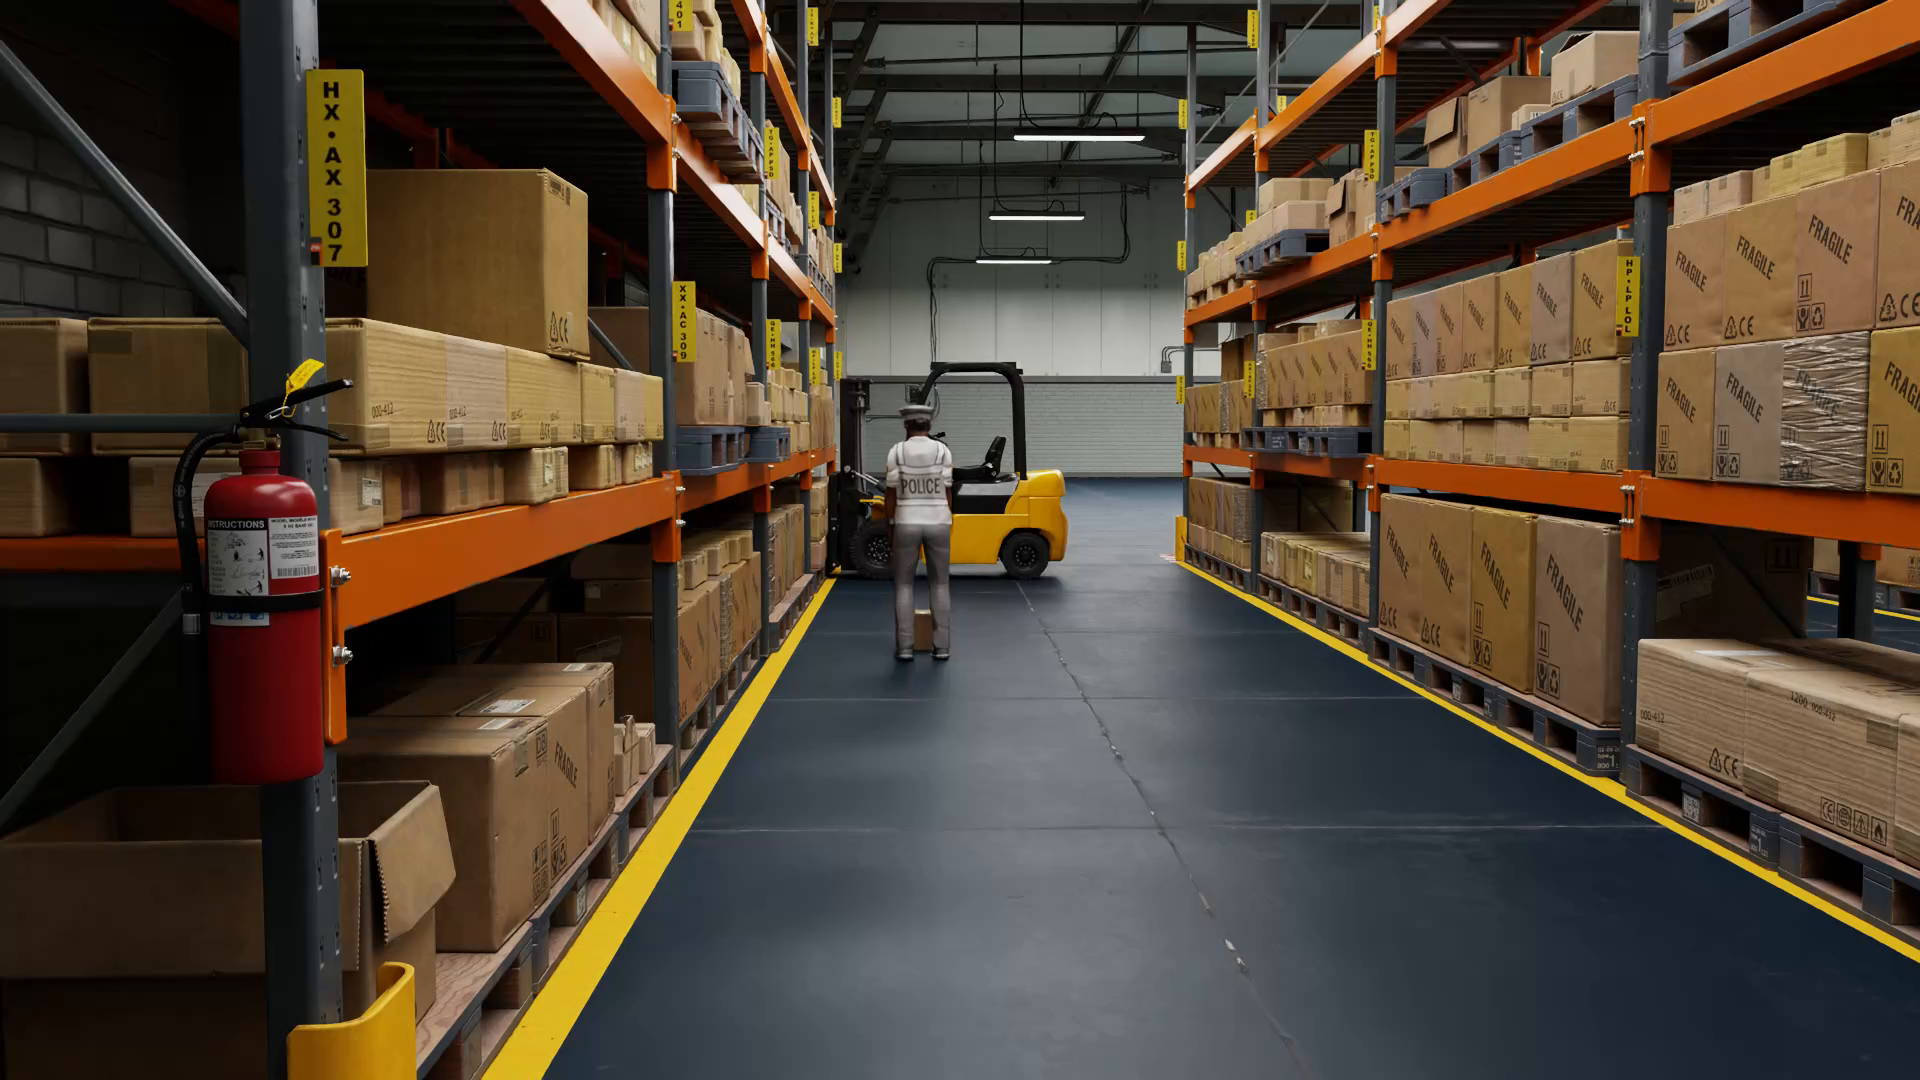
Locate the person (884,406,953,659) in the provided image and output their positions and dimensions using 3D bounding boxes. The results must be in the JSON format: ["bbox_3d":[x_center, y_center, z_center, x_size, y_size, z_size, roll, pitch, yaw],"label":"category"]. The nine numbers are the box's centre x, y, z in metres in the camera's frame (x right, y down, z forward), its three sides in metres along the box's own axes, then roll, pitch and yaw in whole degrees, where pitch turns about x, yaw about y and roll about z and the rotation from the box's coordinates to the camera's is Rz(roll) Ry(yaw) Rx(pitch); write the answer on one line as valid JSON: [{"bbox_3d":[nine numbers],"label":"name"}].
[{"bbox_3d":[-0.270,-0.045,10.815,0.441,1.654,0.337,0,4,-5],"label":"person"}]
